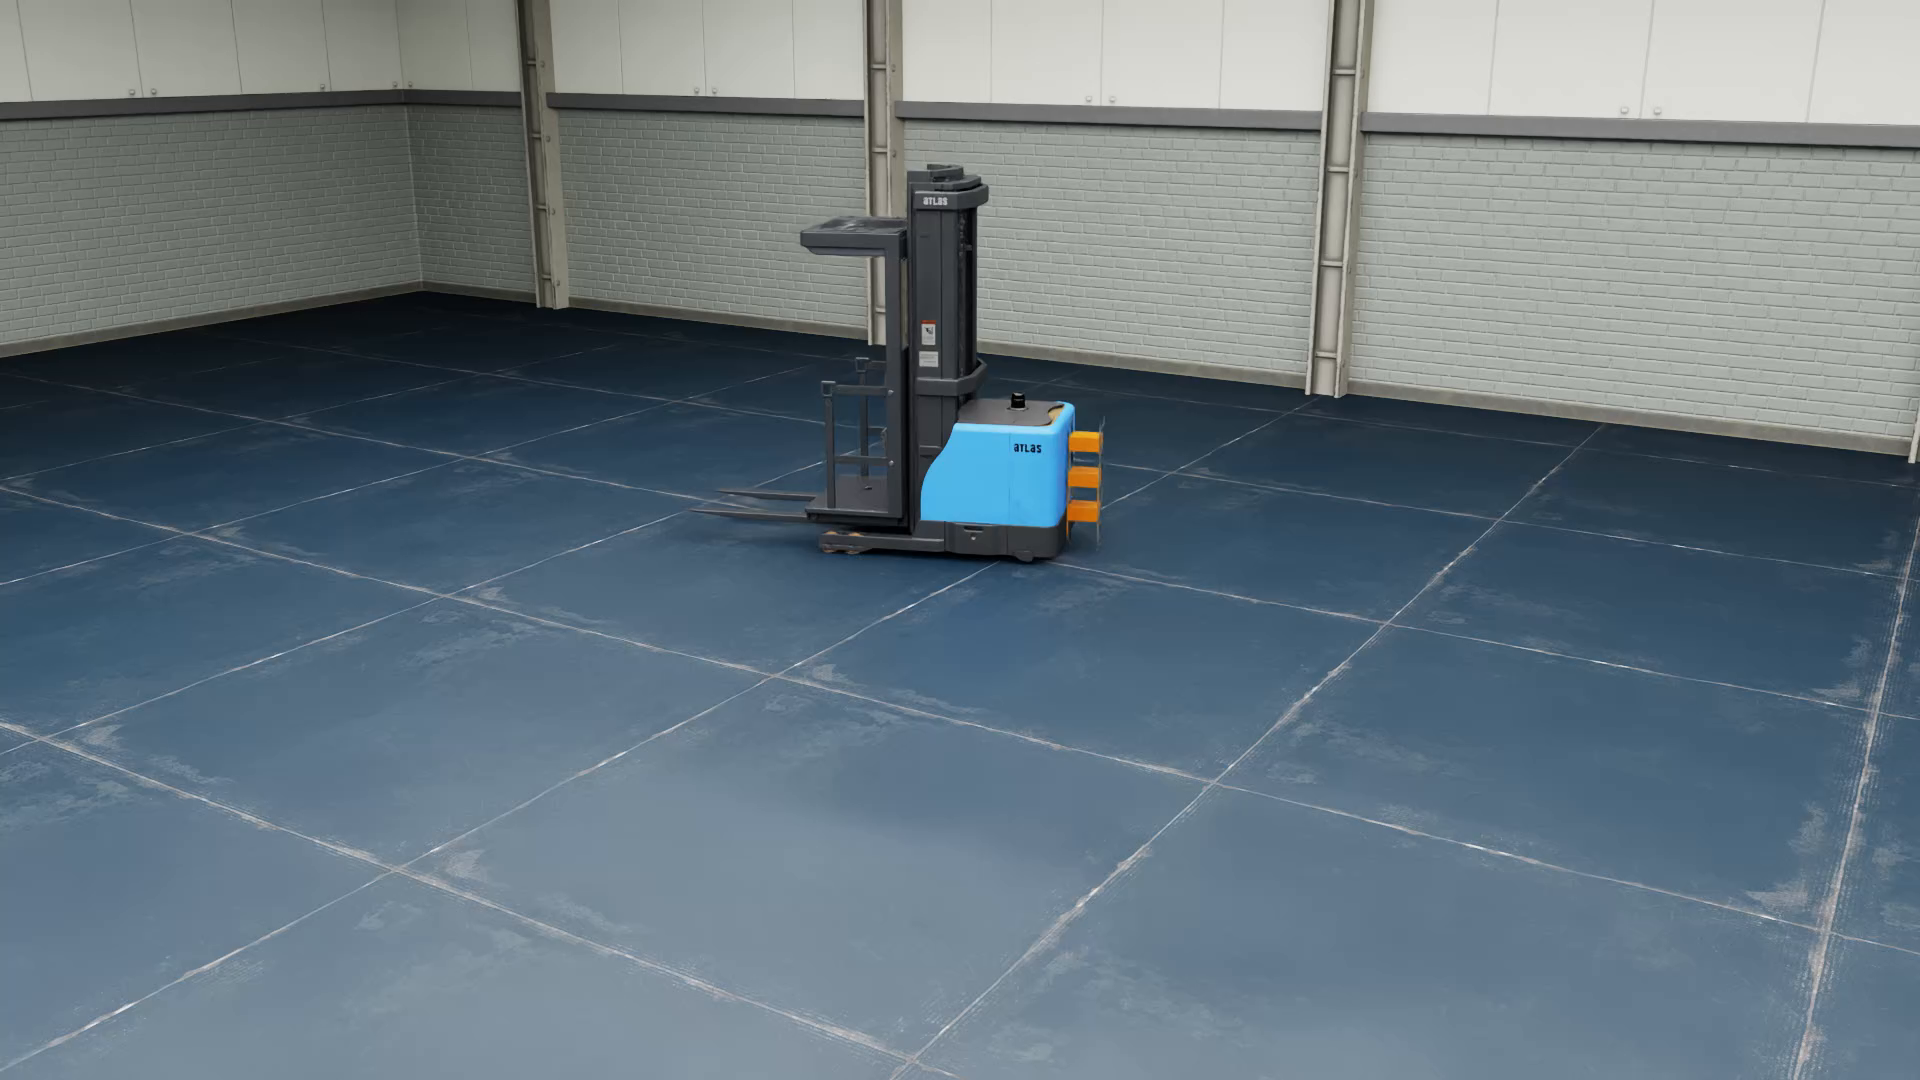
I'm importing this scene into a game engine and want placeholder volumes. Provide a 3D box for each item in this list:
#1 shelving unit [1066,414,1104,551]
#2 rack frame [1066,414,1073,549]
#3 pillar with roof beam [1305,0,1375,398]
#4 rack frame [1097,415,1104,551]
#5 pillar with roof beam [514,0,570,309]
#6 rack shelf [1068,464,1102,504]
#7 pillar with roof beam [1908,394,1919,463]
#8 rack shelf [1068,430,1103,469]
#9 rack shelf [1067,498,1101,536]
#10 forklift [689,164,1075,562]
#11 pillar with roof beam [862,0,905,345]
[{"bbox_3d":[0.981,-0.451,13.059,0.252,1.050,0.215,4,17,11],"label":"shelving unit"},{"bbox_3d":[0.862,-0.459,13.083,0.008,1.050,0.200,4,17,11],"label":"rack frame"},{"bbox_3d":[1.898,-4.898,14.024,0.400,9.000,9.100,10,20,30],"label":"pillar with roof beam"},{"bbox_3d":[1.101,-0.444,13.035,0.008,1.050,0.200,4,17,11],"label":"rack frame"},{"bbox_3d":[-8.327,-6.724,20.033,0.400,9.000,9.100,10,20,30],"label":"pillar with roof beam"},{"bbox_3d":[0.981,-0.441,13.062,0.240,0.259,0.215,4,17,11],"label":"rack shelf"},{"bbox_3d":[7.011,-3.986,11.019,0.400,9.000,9.100,10,20,30],"label":"pillar with roof beam"},{"bbox_3d":[0.982,-0.712,12.980,0.240,0.259,0.215,4,17,11],"label":"rack shelf"},{"bbox_3d":[0.981,-0.175,13.143,0.240,0.259,0.215,4,17,11],"label":"rack shelf"},{"bbox_3d":[-0.639,-1.435,13.061,3.031,2.935,1.130,4,17,11],"label":"forklift"},{"bbox_3d":[-3.215,-5.811,17.028,0.400,9.000,9.100,10,20,30],"label":"pillar with roof beam"}]
